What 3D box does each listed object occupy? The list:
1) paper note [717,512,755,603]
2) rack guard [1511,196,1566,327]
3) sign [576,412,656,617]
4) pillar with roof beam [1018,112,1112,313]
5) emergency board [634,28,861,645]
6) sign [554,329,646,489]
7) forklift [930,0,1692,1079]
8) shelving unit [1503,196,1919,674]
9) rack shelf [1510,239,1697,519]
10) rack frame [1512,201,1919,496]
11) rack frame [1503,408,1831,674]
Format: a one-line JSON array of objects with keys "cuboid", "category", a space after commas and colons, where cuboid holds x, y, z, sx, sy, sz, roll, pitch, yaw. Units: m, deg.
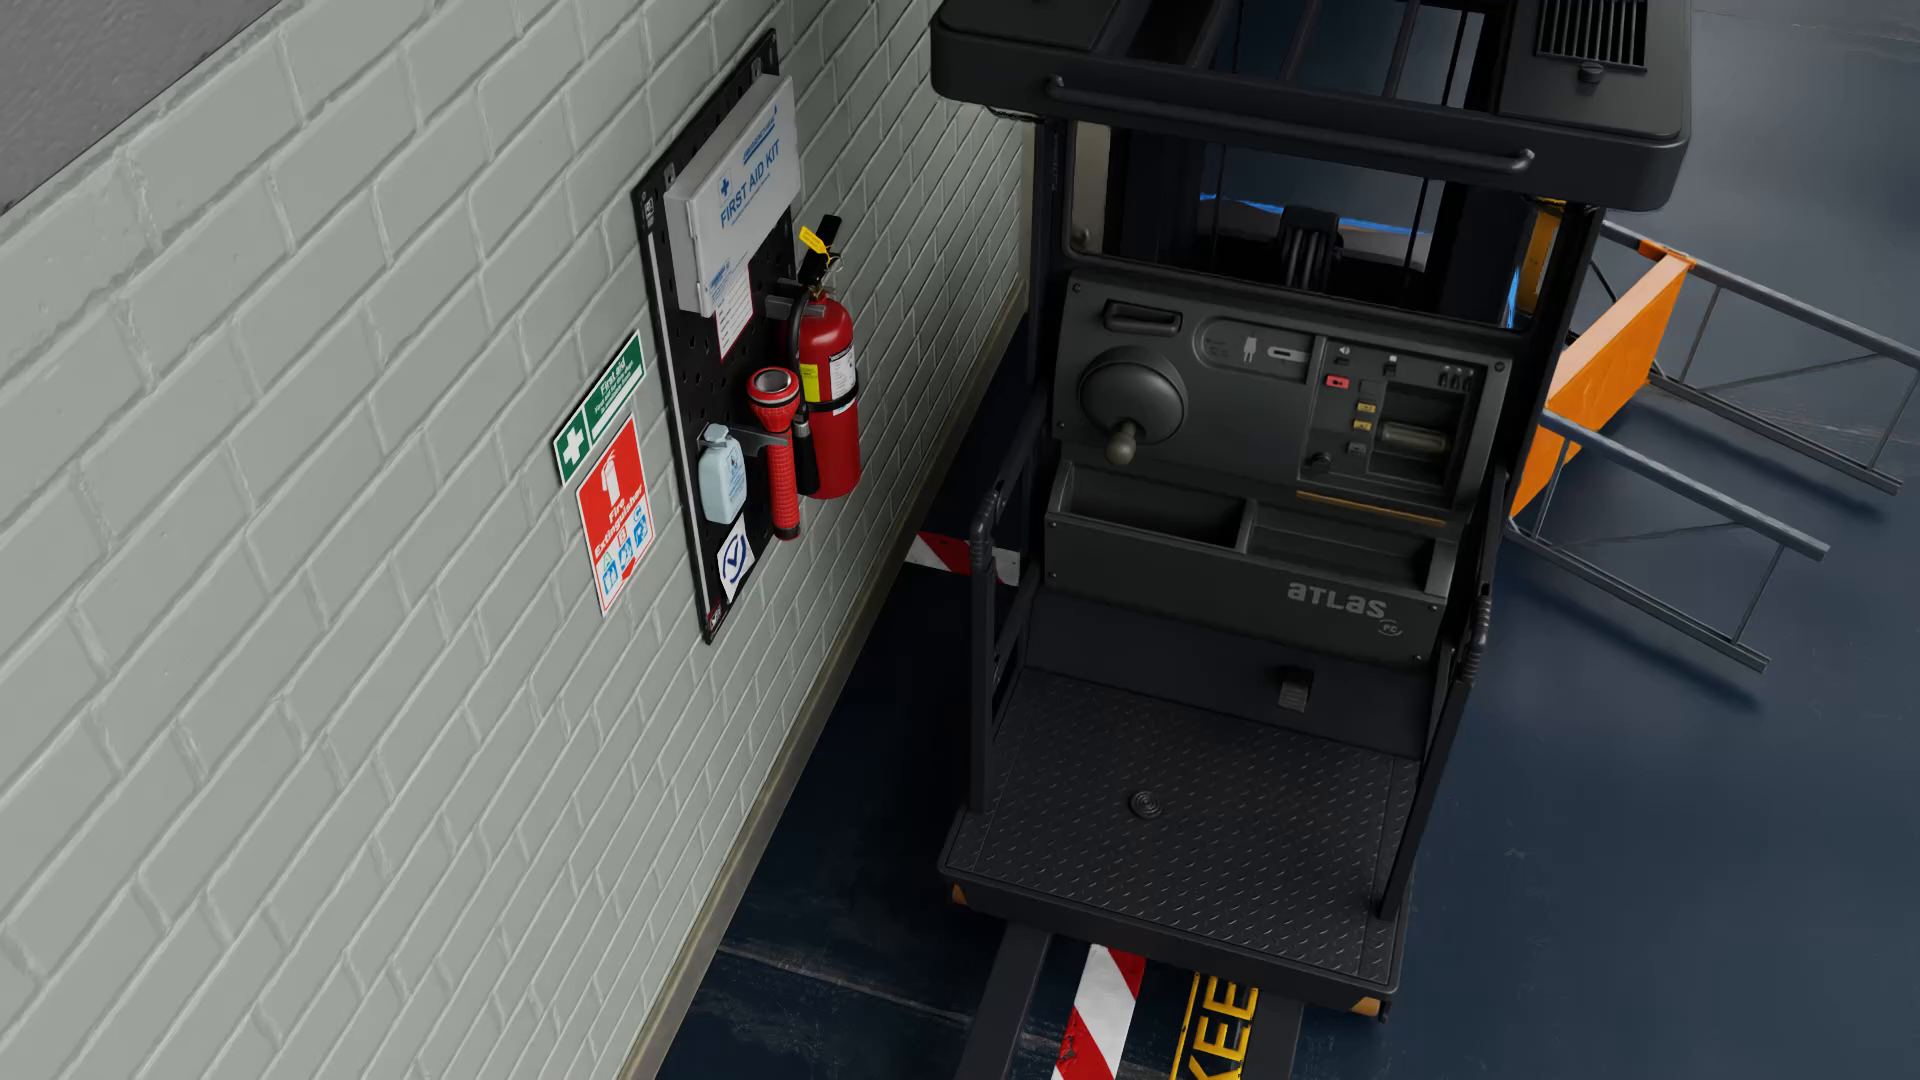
[{"cuboid": [-0.496, 0.039, 3.695, 0.016, 0.148, 0.142, 13, 46, 13], "category": "paper note"}, {"cuboid": [1.986, -0.980, 5.806, 0.250, 0.587, 0.087, 33, 53, 28], "category": "rack guard"}, {"cuboid": [-0.643, -0.045, 3.126, 0.001, 0.329, 0.234, 13, 46, 13], "category": "sign"}, {"cuboid": [4.511, -3.251, 2.138, 9.100, 9.000, 0.400, 13, 46, 13], "category": "pillar with roof beam"}, {"cuboid": [-0.377, -0.379, 3.493, 0.194, 1.169, 0.643, 13, 46, 13], "category": "emergency board"}, {"cuboid": [-0.633, -0.236, 2.942, 0.001, 0.109, 0.331, 13, 46, 13], "category": "sign"}, {"cuboid": [0.601, -0.211, 3.370, 1.130, 2.935, 3.031, 13, 46, 13], "category": "forklift"}, {"cuboid": [2.112, -0.424, 5.246, 1.500, 0.587, 1.083, 33, 53, 28], "category": "shelving unit"}, {"cuboid": [1.973, -0.505, 5.327, 0.185, 0.538, 1.000, 33, 53, 28], "category": "rack shelf"}, {"cuboid": [2.449, -0.682, 5.510, 1.500, 0.500, 0.032, 33, 53, 28], "category": "rack frame"}, {"cuboid": [1.764, -0.156, 4.973, 1.500, 0.500, 0.032, 33, 53, 28], "category": "rack frame"}]
